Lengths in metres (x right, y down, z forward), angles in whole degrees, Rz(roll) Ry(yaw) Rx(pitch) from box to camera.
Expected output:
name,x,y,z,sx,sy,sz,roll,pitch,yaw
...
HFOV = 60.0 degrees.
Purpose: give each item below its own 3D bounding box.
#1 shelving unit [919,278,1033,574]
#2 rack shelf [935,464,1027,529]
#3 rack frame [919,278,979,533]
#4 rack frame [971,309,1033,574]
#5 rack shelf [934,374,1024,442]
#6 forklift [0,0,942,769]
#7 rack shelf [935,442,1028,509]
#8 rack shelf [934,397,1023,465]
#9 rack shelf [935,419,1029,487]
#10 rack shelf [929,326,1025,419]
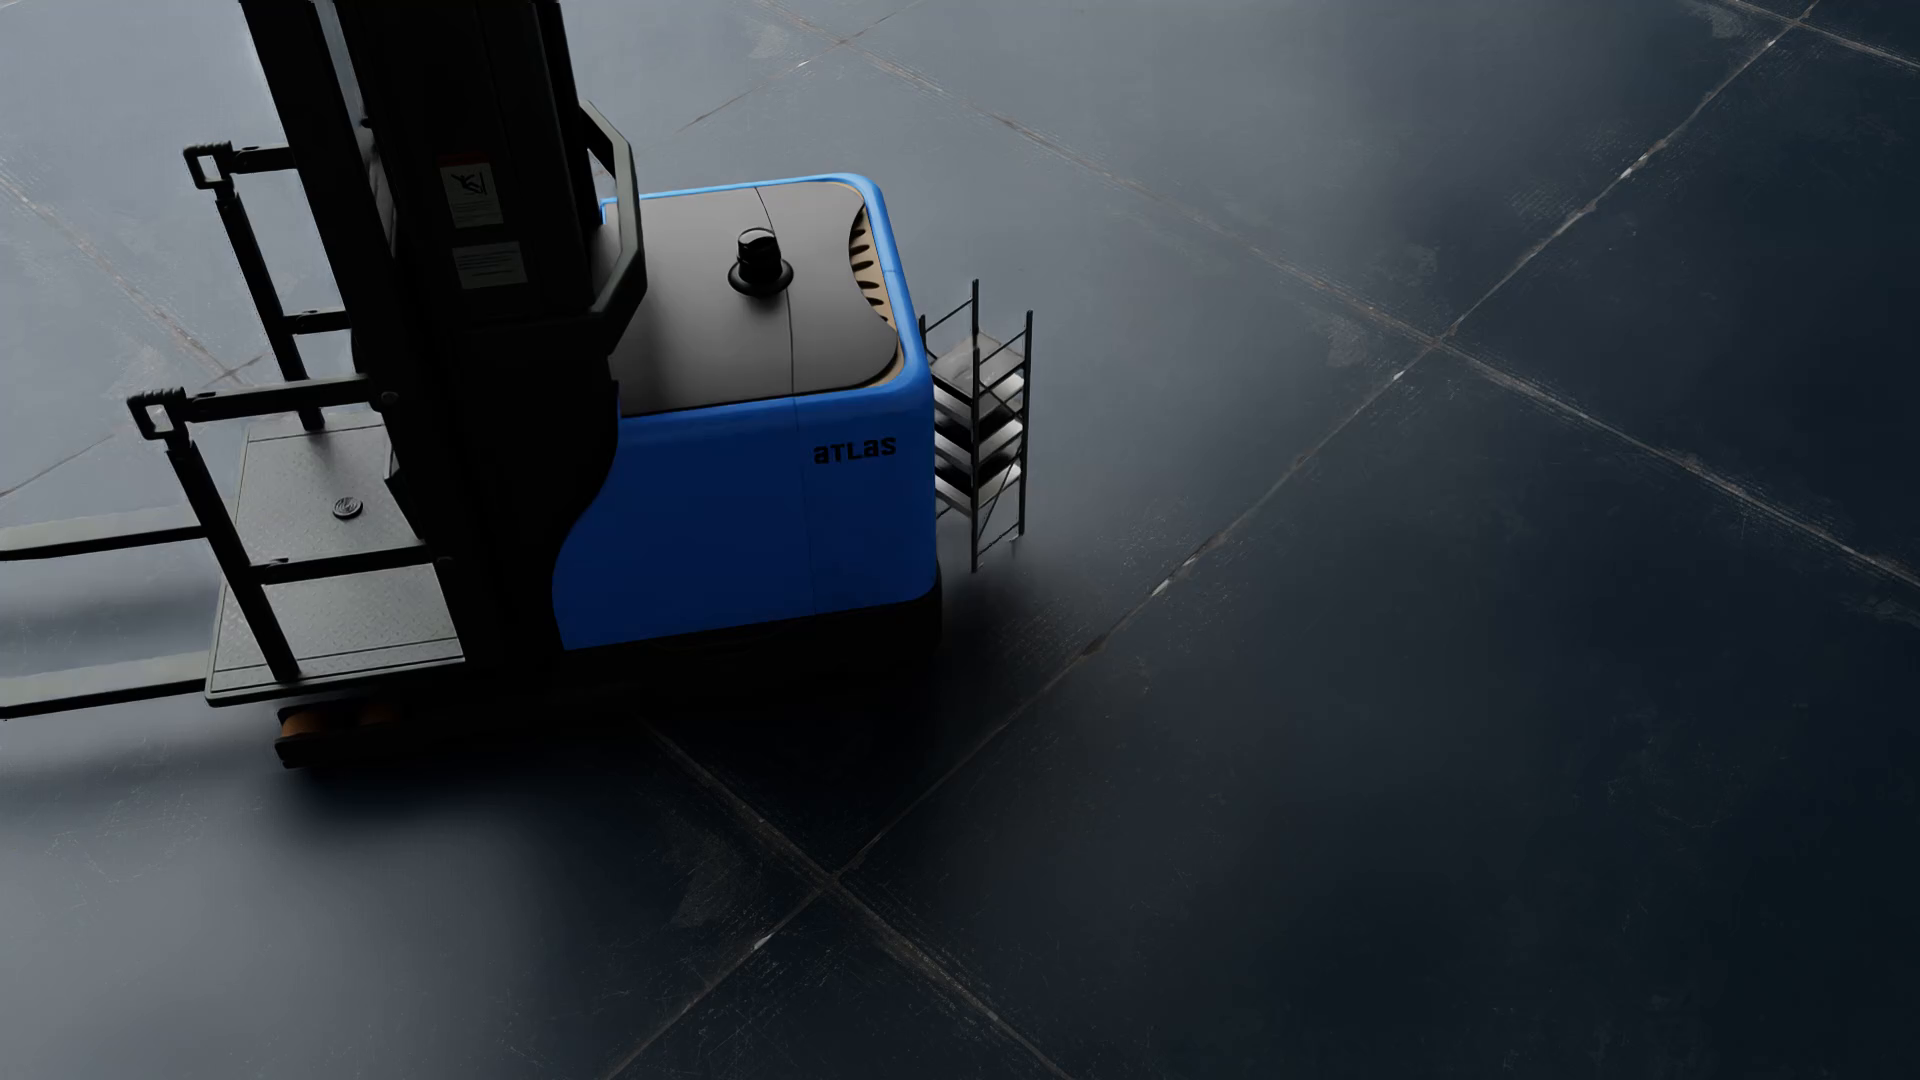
name,x,y,z,sx,sy,sz,roll,pitch,yaw
shelving unit,0.044,-0.319,4.932,0.210,0.900,0.258,34,55,28
rack shelf,0.044,-0.173,5.088,0.200,0.077,0.258,34,55,28
rack frame,-0.031,-0.369,4.980,0.006,0.900,0.240,34,55,28
rack frame,0.119,-0.269,4.885,0.006,0.900,0.240,34,55,28
rack shelf,0.044,-0.420,4.825,0.200,0.077,0.258,34,55,28
forklift,-1.621,-0.791,3.982,3.031,2.935,1.130,-8,47,-7
rack shelf,0.044,-0.235,5.022,0.200,0.077,0.258,34,55,28
rack shelf,0.044,-0.358,4.891,0.200,0.077,0.258,34,55,28
rack shelf,0.044,-0.296,4.957,0.200,0.077,0.258,34,55,28
rack shelf,0.044,-0.481,4.760,0.200,0.077,0.258,34,55,28
